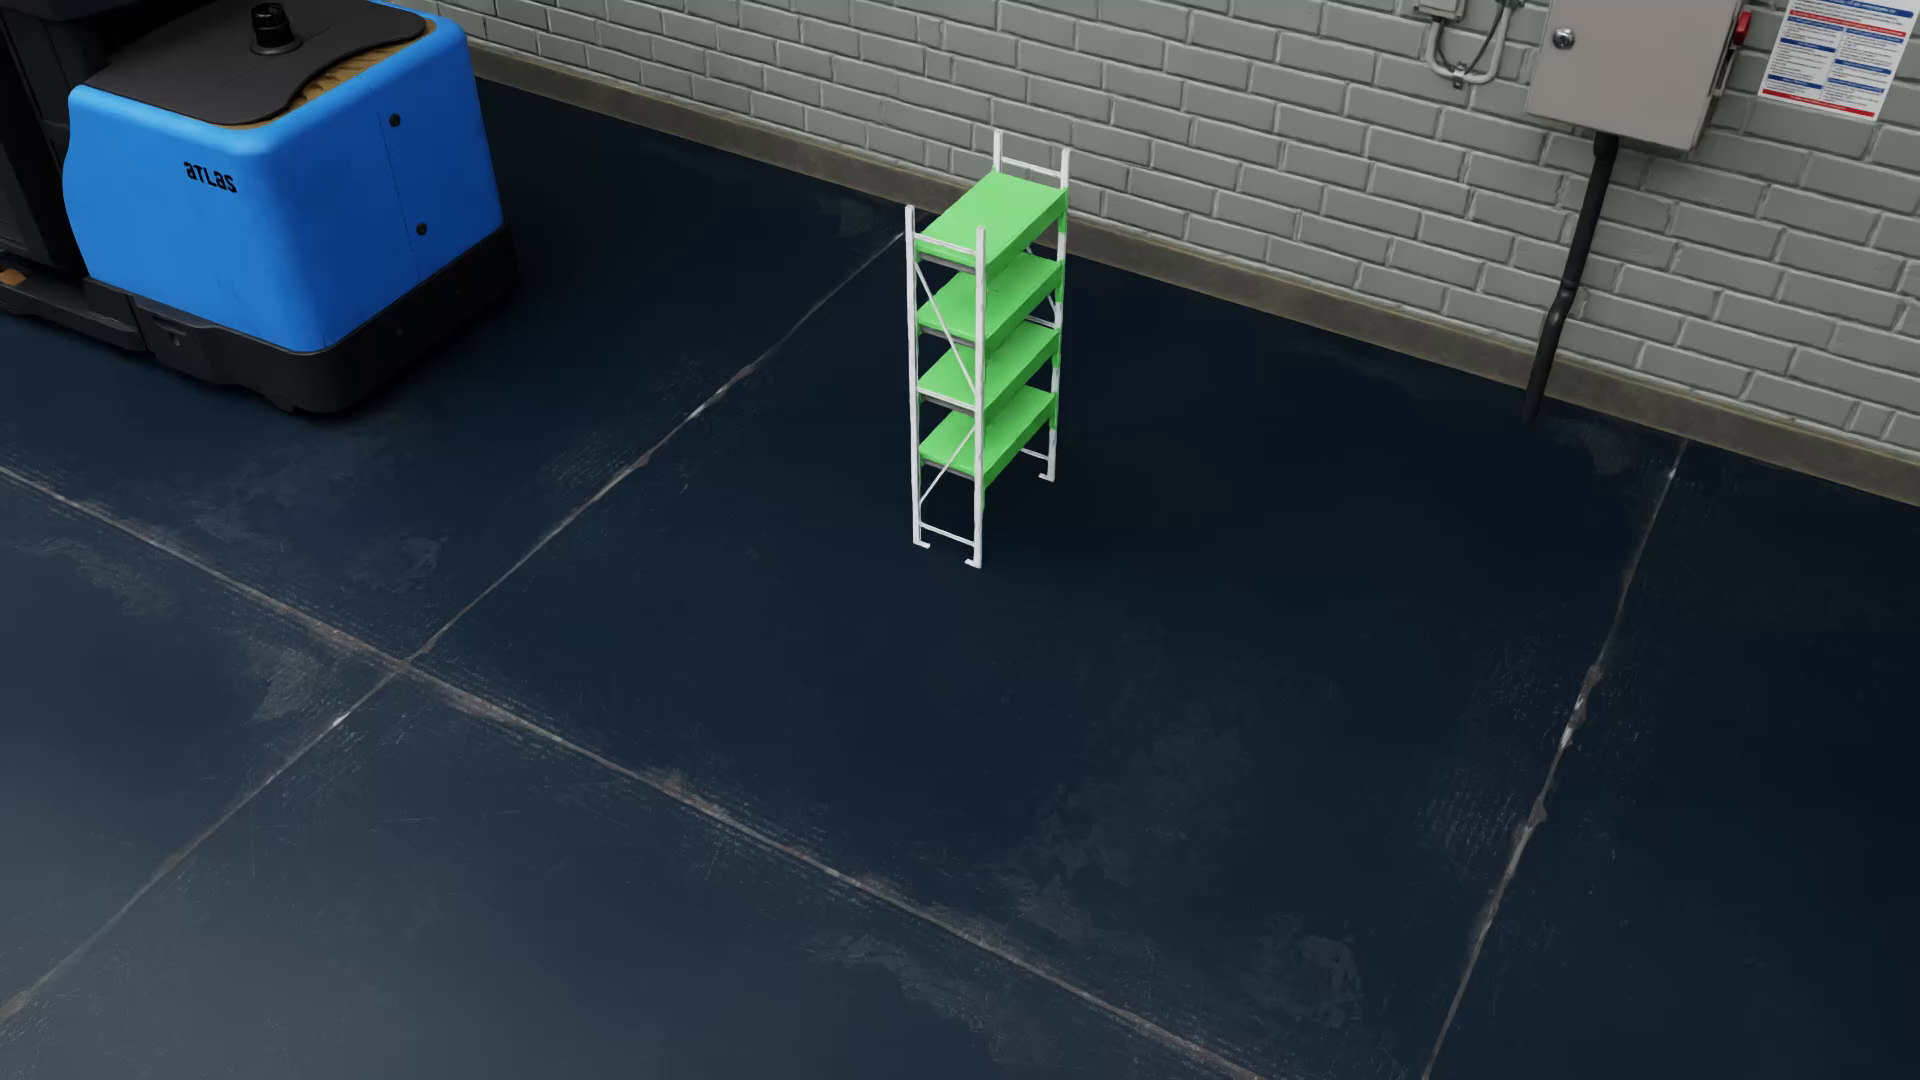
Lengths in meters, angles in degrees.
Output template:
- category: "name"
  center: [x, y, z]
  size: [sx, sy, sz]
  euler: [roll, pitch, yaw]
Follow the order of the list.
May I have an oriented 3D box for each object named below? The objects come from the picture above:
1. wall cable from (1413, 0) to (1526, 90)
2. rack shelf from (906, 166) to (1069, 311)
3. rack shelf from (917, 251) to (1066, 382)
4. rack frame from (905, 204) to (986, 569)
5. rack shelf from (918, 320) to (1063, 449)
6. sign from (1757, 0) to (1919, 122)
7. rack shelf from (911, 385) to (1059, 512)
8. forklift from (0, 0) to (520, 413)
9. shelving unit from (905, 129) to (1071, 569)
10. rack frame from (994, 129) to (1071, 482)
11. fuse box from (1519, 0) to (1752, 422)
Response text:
- category: "wall cable"
  center: [1.455, -2.223, 4.736]
  size: [0.588, 1.984, 0.122]
  euler: [21, 45, 22]
- category: "rack shelf"
  center: [0.083, -0.857, 4.686]
  size: [0.258, 0.148, 0.480]
  euler: [21, 45, 22]
- category: "rack shelf"
  center: [0.083, -0.677, 4.845]
  size: [0.258, 0.148, 0.480]
  euler: [21, 45, 22]
- category: "rack frame"
  center: [-0.039, -0.405, 4.802]
  size: [0.240, 1.200, 0.015]
  euler: [21, 45, 22]
- category: "rack shelf"
  center: [0.083, -0.497, 5.003]
  size: [0.258, 0.148, 0.480]
  euler: [21, 45, 22]
- category: "sign"
  center: [2.499, -1.446, 4.694]
  size: [0.329, 0.494, 0.001]
  euler: [21, 45, 22]
- category: "rack shelf"
  center: [0.083, -0.317, 5.162]
  size: [0.258, 0.148, 0.480]
  euler: [21, 45, 22]
- category: "forklift"
  center: [-3.206, -2.226, 5.560]
  size: [3.031, 2.935, 1.130]
  euler: [19, 45, 21]
- category: "shelving unit"
  center: [0.083, -0.545, 4.961]
  size: [0.258, 1.200, 0.503]
  euler: [21, 45, 22]
- category: "rack frame"
  center: [0.205, -0.685, 5.120]
  size: [0.240, 1.200, 0.015]
  euler: [21, 45, 22]
- category: "fuse box"
  center: [1.967, -1.043, 5.139]
  size: [0.539, 1.711, 0.414]
  euler: [21, 45, 22]
